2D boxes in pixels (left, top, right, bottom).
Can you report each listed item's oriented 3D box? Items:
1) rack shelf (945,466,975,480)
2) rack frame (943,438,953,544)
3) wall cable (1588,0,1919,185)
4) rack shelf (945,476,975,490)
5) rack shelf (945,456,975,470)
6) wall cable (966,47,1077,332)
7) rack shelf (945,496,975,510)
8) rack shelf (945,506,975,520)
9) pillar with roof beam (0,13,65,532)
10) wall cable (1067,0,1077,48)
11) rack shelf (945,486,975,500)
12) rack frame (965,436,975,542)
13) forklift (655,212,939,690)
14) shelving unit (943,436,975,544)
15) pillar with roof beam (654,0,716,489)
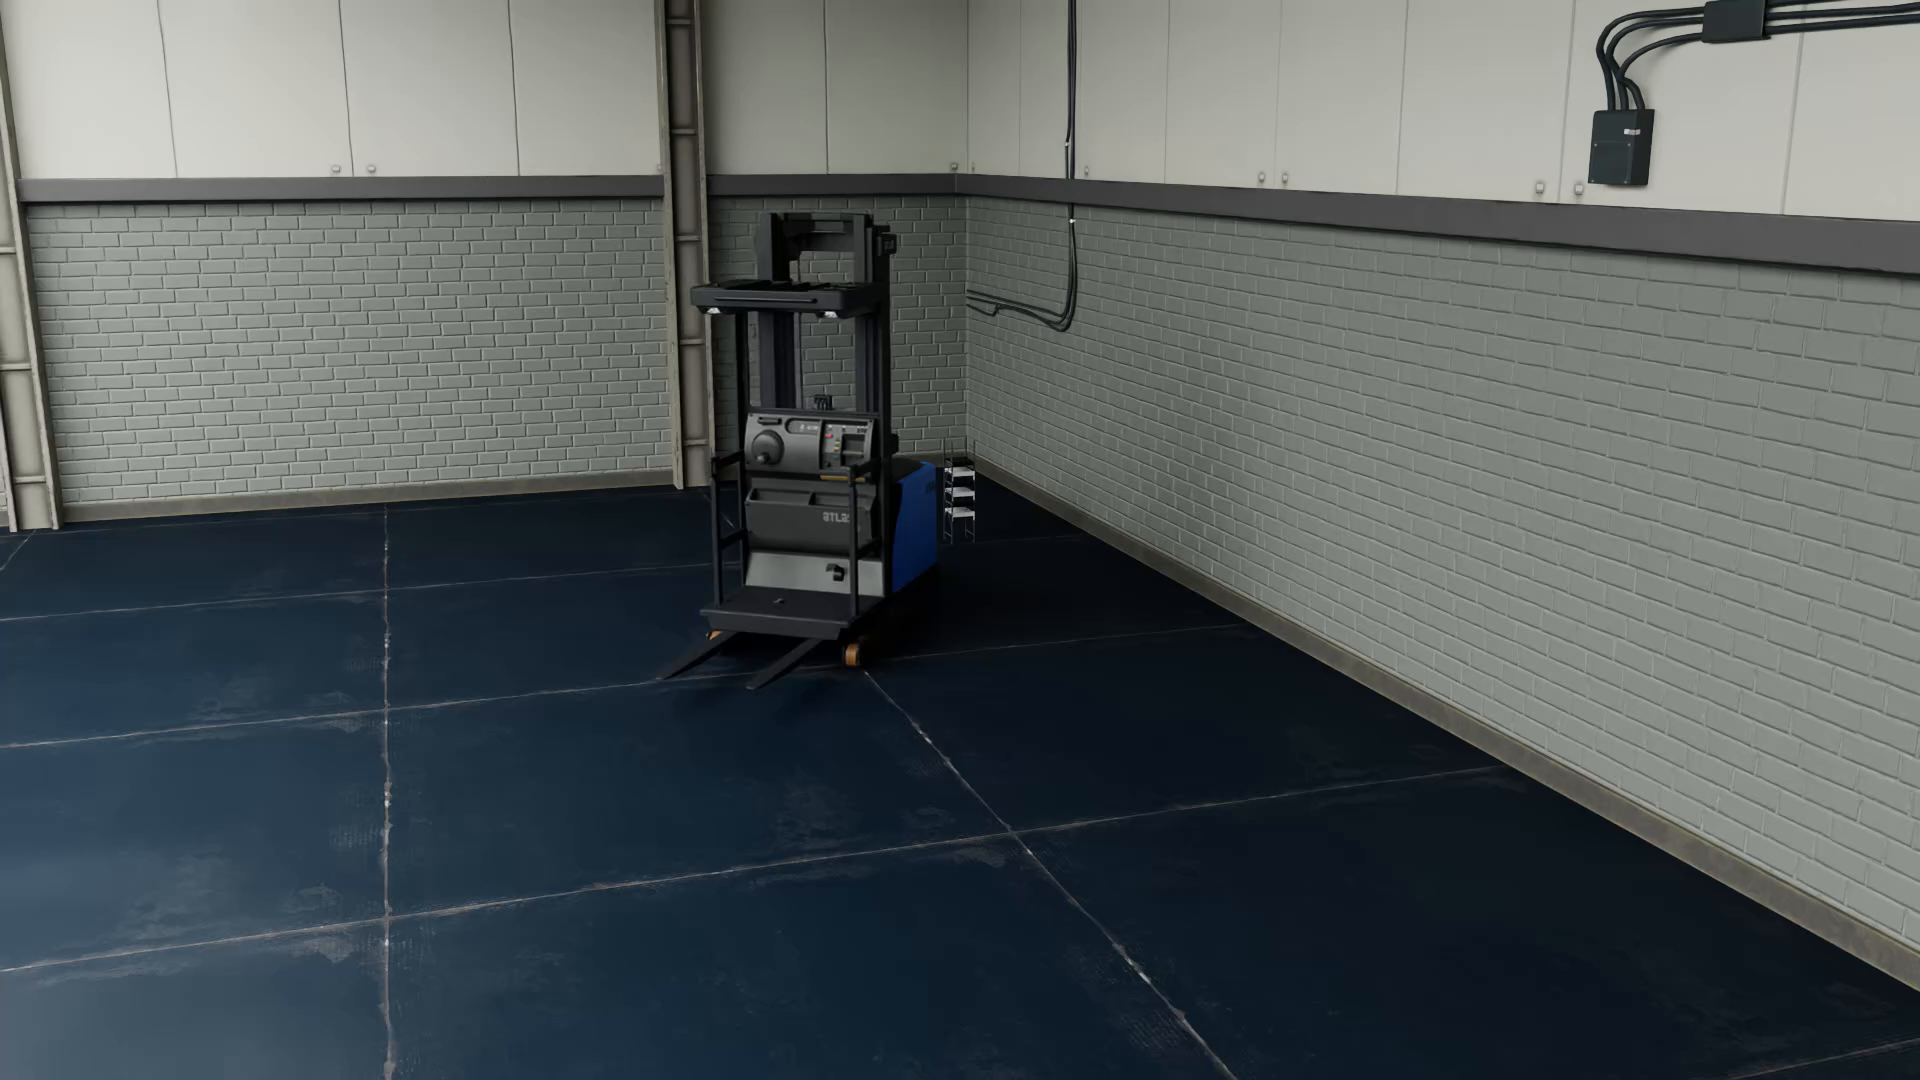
[{"bbox_3d":[-0.008,-0.580,14.502,0.200,0.077,0.258,-4,14,-18],"label":"rack shelf"},{"bbox_3d":[-0.104,-0.430,14.505,0.006,0.900,0.240,-4,14,-18],"label":"rack frame"},{"bbox_3d":[3.517,-4.439,6.508,0.169,6.003,2.305,-4,14,-18],"label":"wall cable"},{"bbox_3d":[-0.008,-0.492,14.523,0.200,0.077,0.258,-4,14,-18],"label":"rack shelf"},{"bbox_3d":[-0.008,-0.667,14.481,0.200,0.077,0.258,-4,14,-18],"label":"rack shelf"},{"bbox_3d":[0.504,-3.357,16.019,0.112,2.526,3.097,-4,14,-18],"label":"wall cable"},{"bbox_3d":[-0.008,-0.317,14.565,0.200,0.077,0.258,-4,14,-18],"label":"rack shelf"},{"bbox_3d":[-0.008,-0.230,14.585,0.200,0.077,0.258,-4,14,-18],"label":"rack shelf"},{"bbox_3d":[-7.024,-3.553,10.134,0.400,9.000,9.100,-4,14,-18],"label":"pillar with roof beam"},{"bbox_3d":[1.367,-5.221,12.940,0.112,2.526,3.097,-4,14,-18],"label":"wall cable"},{"bbox_3d":[-0.008,-0.405,14.544,0.200,0.077,0.258,-4,14,-18],"label":"rack shelf"},{"bbox_3d":[0.089,-0.445,14.568,0.006,0.900,0.240,-4,14,-18],"label":"rack frame"},{"bbox_3d":[-1.091,-0.677,11.157,1.130,2.935,3.031,4,14,17],"label":"forklift"},{"bbox_3d":[-0.008,-0.437,14.536,0.210,0.900,0.258,-4,14,-18],"label":"shelving unit"},{"bbox_3d":[-1.337,-3.996,11.996,0.400,9.000,9.100,-4,14,-18],"label":"pillar with roof beam"}]
